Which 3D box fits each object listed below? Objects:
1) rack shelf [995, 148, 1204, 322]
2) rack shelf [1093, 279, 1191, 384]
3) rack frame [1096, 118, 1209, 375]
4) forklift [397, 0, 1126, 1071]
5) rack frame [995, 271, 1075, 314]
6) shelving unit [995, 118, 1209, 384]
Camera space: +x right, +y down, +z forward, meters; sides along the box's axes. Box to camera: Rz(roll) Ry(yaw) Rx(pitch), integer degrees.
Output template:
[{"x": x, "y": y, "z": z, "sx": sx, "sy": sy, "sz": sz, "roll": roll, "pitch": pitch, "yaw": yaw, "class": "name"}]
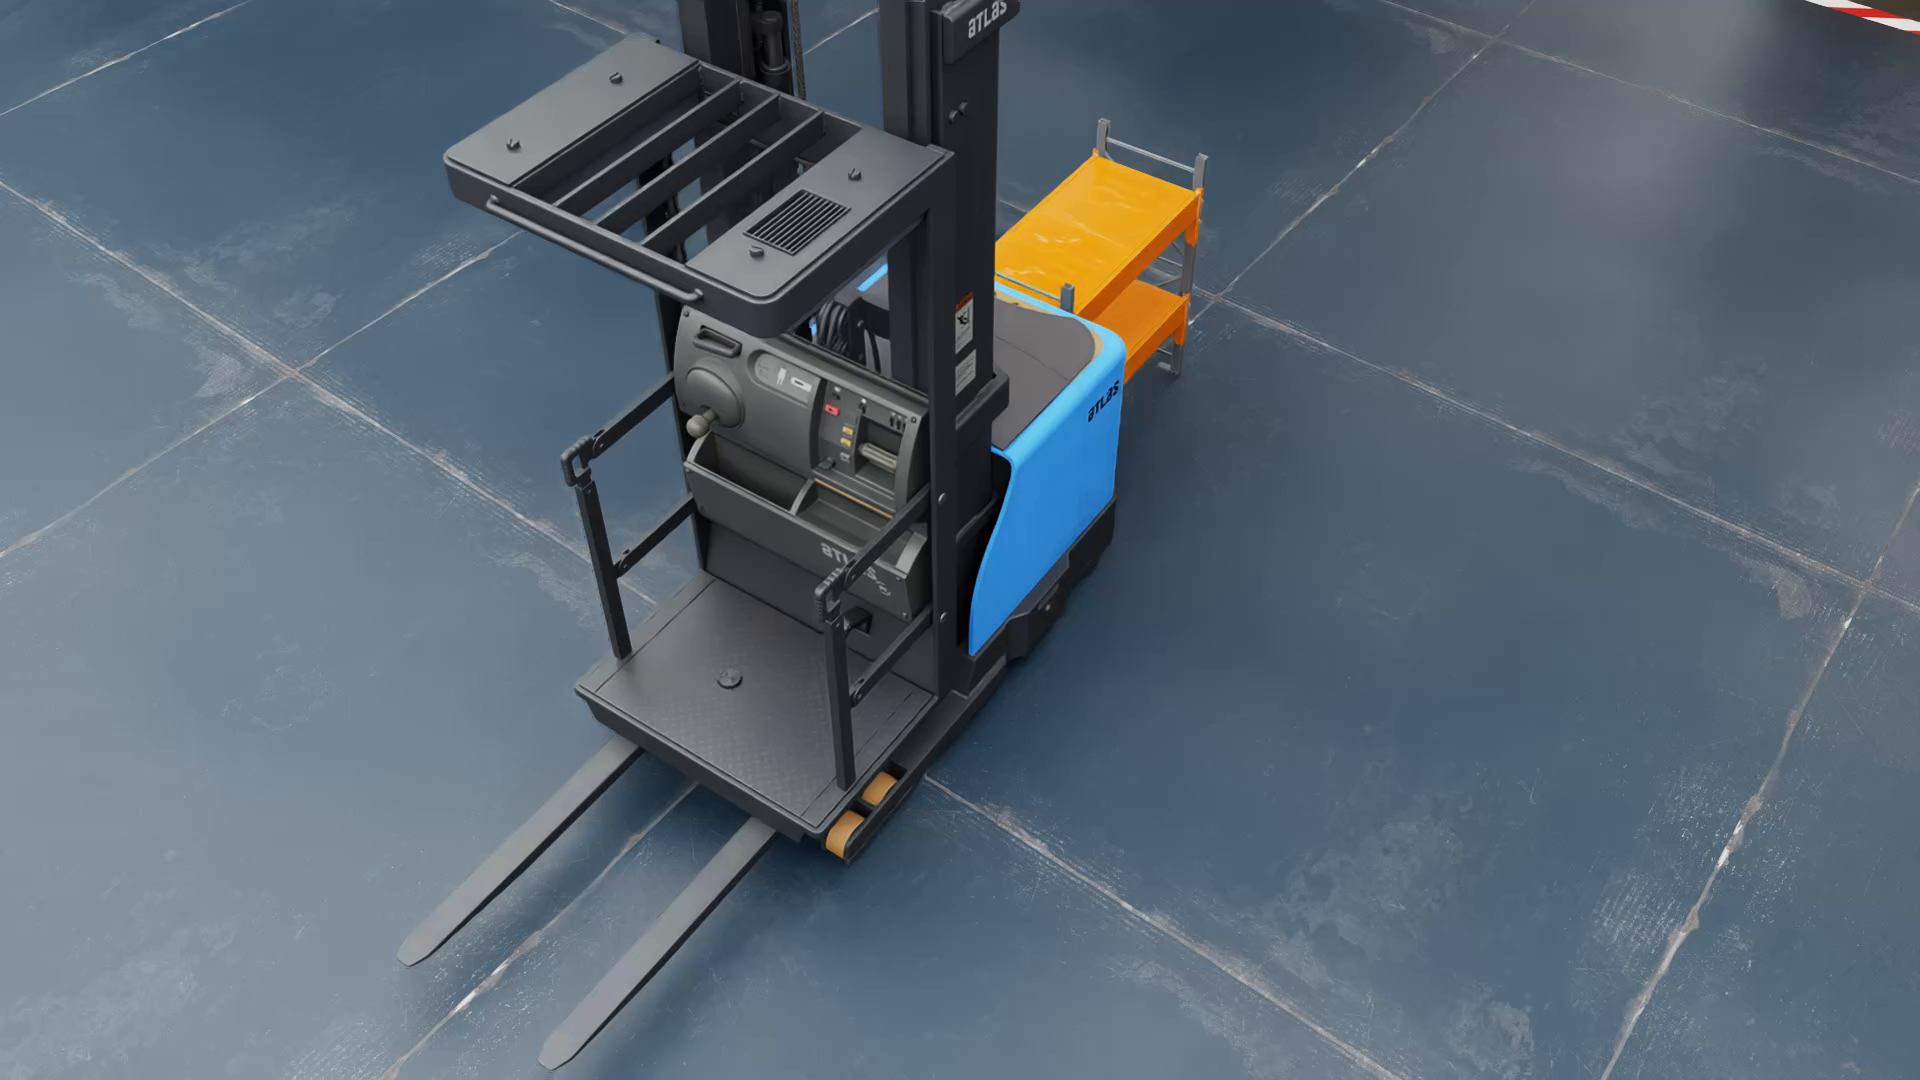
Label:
[{"x": 0.495, "y": -1.140, "z": 6.657, "sx": 0.538, "sy": 0.278, "sz": 1.000, "roll": 26, "pitch": 52, "yaw": 23, "class": "rack shelf"}, {"x": 0.495, "y": -0.769, "z": 7.045, "sx": 0.538, "sy": 0.278, "sz": 1.000, "roll": 26, "pitch": 52, "yaw": 23, "class": "rack shelf"}, {"x": 0.782, "y": -1.241, "z": 7.158, "sx": 0.500, "sy": 1.125, "sz": 0.032, "roll": 26, "pitch": 52, "yaw": 23, "class": "rack frame"}, {"x": -0.633, "y": -0.320, "z": 5.029, "sx": 1.130, "sy": 2.935, "sz": 3.031, "roll": 26, "pitch": 52, "yaw": 23, "class": "forklift"}, {"x": 0.207, "y": -0.635, "z": 6.579, "sx": 0.500, "sy": 1.125, "sz": 0.032, "roll": 26, "pitch": 52, "yaw": 23, "class": "rack frame"}, {"x": 0.495, "y": -0.938, "z": 6.868, "sx": 0.538, "sy": 1.125, "sz": 1.048, "roll": 26, "pitch": 52, "yaw": 23, "class": "shelving unit"}]
